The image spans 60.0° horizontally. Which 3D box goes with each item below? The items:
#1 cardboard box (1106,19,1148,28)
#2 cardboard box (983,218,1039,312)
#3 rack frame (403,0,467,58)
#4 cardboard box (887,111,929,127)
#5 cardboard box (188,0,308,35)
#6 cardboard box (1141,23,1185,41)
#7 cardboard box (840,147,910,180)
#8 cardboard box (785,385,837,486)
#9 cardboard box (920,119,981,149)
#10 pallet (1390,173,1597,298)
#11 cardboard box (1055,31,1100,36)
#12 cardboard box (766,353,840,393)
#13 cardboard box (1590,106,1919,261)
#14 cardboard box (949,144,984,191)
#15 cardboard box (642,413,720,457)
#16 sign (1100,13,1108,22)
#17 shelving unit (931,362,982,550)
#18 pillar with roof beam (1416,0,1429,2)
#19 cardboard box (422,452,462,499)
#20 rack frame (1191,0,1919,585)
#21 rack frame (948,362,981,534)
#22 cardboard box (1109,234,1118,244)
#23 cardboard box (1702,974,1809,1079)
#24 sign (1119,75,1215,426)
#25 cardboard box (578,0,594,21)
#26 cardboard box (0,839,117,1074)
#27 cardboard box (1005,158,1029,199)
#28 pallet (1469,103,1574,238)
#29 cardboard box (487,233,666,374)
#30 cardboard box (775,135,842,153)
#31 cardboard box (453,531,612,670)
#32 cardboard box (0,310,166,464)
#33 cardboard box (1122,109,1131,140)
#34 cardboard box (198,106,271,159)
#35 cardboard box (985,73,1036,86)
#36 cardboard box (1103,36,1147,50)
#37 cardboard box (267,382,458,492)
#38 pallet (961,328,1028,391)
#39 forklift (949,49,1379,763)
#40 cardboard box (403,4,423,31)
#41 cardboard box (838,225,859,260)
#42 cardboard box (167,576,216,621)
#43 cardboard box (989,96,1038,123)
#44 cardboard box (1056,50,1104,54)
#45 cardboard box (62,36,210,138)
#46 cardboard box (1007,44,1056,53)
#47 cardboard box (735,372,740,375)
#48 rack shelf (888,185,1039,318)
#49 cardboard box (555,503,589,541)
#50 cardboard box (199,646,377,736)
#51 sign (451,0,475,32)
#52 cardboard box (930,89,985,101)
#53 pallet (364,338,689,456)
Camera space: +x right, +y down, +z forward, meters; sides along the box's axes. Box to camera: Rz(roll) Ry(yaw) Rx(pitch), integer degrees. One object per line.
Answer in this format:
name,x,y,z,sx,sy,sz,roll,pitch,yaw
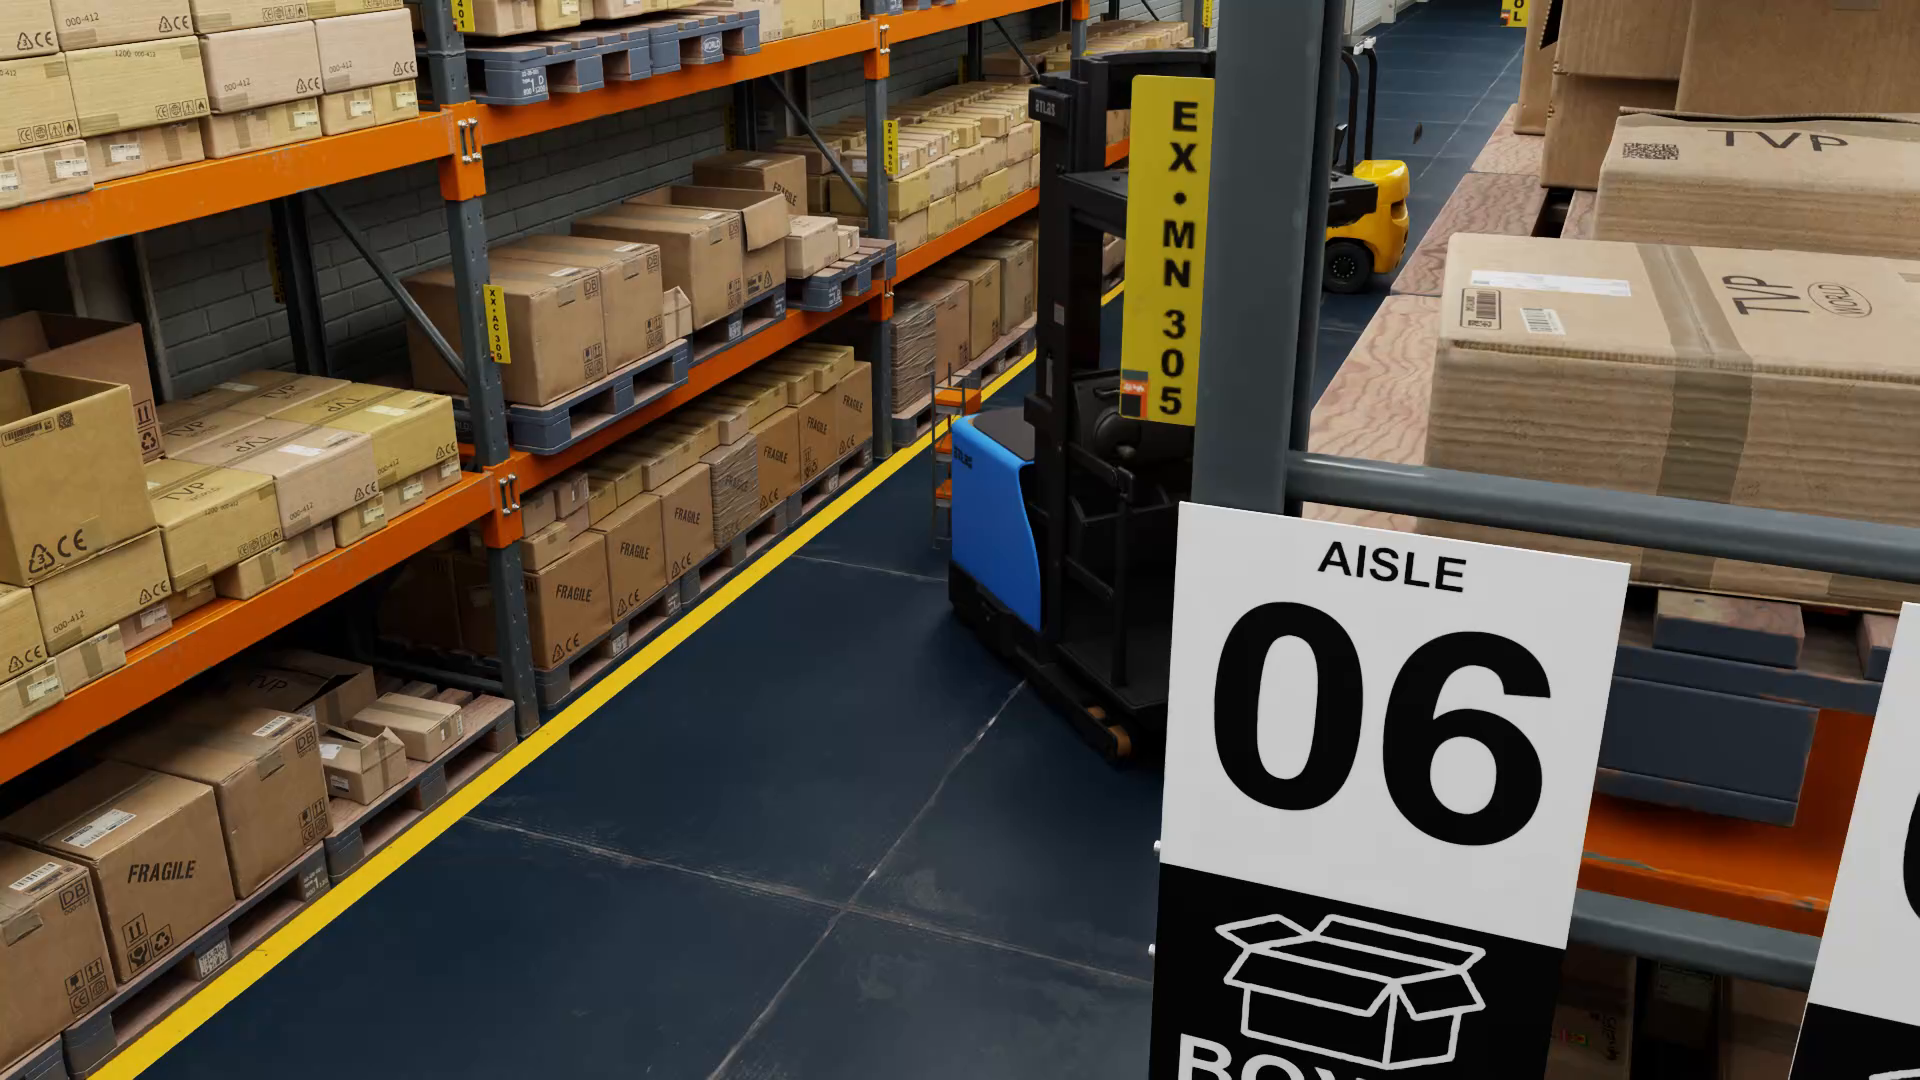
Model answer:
cardboard box,1.712,-5.254,17.079,0.380,0.149,0.250,8,24,19
cardboard box,0.366,-2.339,13.994,0.875,0.625,0.625,10,25,22
rack frame,-2.422,-3.335,6.058,1.000,3.000,0.127,9,24,20
cardboard box,-0.451,-3.041,12.167,0.380,0.149,0.250,10,24,22
cardboard box,-2.566,-1.851,5.559,0.500,0.250,0.500,8,24,19
cardboard box,2.035,-5.092,16.692,0.380,0.149,0.250,9,24,20
cardboard box,-0.544,-2.415,10.669,0.380,0.149,0.250,10,24,22
cardboard box,-1.089,-0.678,10.181,0.500,0.500,0.500,8,24,19
cardboard box,-0.075,-2.878,11.778,0.380,0.149,0.250,9,24,21
pallet,1.420,-0.474,3.216,1.003,0.211,1.213,9,24,20
cardboard box,1.129,-4.804,16.003,0.380,0.149,0.250,8,24,19
cardboard box,-0.957,-1.022,10.162,0.380,0.149,0.250,7,24,17
cardboard box,1.304,-0.537,2.693,0.500,0.311,0.500,9,24,21
cardboard box,-0.146,-2.647,11.741,0.500,0.250,0.500,8,24,19
cardboard box,-1.542,-0.573,9.087,0.380,0.149,0.250,9,24,20
sign,1.522,-5.378,17.508,0.100,0.325,0.005,9,24,20
shelving unit,-0.020,-0.465,9.502,0.215,1.050,0.252,9,24,20
pillar with roof beam,16.080,-17.628,40.277,9.100,9.000,0.400,9,24,20
cardboard box,-2.306,-0.300,6.903,0.380,0.149,0.250,9,24,21
rack frame,0.702,-1.194,0.933,1.000,3.000,0.127,9,24,20
rack frame,0.025,-0.509,9.606,0.200,1.050,0.008,9,24,20
cardboard box,1.201,-2.894,15.161,0.500,0.250,0.500,9,24,20
cardboard box,1.091,0.680,1.961,0.380,0.149,0.250,9,24,21
sign,0.203,-0.264,1.554,0.100,0.325,0.005,9,24,20
cardboard box,-1.810,-2.317,7.164,0.380,0.149,0.250,9,24,21
cardboard box,-3.239,1.319,5.399,0.700,0.500,0.500,10,25,22
cardboard box,0.211,-2.788,12.728,0.500,0.250,0.500,9,24,20
pallet,1.874,-0.909,4.258,1.003,0.211,1.213,9,24,20
cardboard box,-1.842,-1.133,7.895,0.700,0.500,0.500,9,24,21
cardboard box,-1.010,-2.598,11.107,0.380,0.149,0.250,9,24,21
cardboard box,-2.034,0.252,7.952,0.500,0.500,0.500,10,25,22
cardboard box,-3.222,-0.486,5.857,0.500,0.500,0.500,8,24,19
cardboard box,1.322,-3.967,15.225,0.500,0.500,0.500,9,24,20
cardboard box,-2.578,-1.394,5.631,0.380,0.149,0.250,9,24,20
cardboard box,0.430,-3.926,14.287,0.380,0.149,0.250,9,24,20
cardboard box,1.534,-4.635,15.598,0.380,0.149,0.250,9,24,21
cardboard box,-2.385,-0.417,6.666,0.500,0.250,0.500,9,24,21
pallet,-0.140,-1.435,12.912,1.003,0.211,1.213,9,24,20
forklift,1.024,-0.555,7.277,1.130,2.935,3.031,-10,25,-23
cardboard box,-2.374,-2.193,6.868,0.380,0.149,0.250,9,24,20
cardboard box,-0.824,-1.786,9.914,0.380,0.149,0.250,9,24,21
cardboard box,-2.848,0.154,5.815,0.380,0.149,0.250,9,24,21
cardboard box,0.435,-3.333,12.865,0.380,0.149,0.250,8,24,18
cardboard box,1.043,-4.183,14.514,0.380,0.149,0.250,8,24,19
cardboard box,-2.753,-1.441,5.225,0.500,0.250,0.500,9,24,21
cardboard box,0.640,-4.348,14.911,0.380,0.149,0.250,8,24,19
cardboard box,-1.561,-1.004,10.118,0.380,0.149,0.250,9,24,21
rack shelf,-0.193,-2.382,12.493,1.077,0.370,4.000,9,24,20
cardboard box,-2.011,-0.106,7.970,0.380,0.149,0.250,8,24,19
cardboard box,-2.887,0.683,7.166,0.500,0.311,0.500,10,25,22
sign,-1.915,-2.114,6.357,0.100,0.325,0.005,9,24,20
cardboard box,-0.022,-3.502,13.270,0.380,0.149,0.250,9,24,20
pallet,-2.024,-0.748,7.898,1.003,0.211,1.213,9,24,20
